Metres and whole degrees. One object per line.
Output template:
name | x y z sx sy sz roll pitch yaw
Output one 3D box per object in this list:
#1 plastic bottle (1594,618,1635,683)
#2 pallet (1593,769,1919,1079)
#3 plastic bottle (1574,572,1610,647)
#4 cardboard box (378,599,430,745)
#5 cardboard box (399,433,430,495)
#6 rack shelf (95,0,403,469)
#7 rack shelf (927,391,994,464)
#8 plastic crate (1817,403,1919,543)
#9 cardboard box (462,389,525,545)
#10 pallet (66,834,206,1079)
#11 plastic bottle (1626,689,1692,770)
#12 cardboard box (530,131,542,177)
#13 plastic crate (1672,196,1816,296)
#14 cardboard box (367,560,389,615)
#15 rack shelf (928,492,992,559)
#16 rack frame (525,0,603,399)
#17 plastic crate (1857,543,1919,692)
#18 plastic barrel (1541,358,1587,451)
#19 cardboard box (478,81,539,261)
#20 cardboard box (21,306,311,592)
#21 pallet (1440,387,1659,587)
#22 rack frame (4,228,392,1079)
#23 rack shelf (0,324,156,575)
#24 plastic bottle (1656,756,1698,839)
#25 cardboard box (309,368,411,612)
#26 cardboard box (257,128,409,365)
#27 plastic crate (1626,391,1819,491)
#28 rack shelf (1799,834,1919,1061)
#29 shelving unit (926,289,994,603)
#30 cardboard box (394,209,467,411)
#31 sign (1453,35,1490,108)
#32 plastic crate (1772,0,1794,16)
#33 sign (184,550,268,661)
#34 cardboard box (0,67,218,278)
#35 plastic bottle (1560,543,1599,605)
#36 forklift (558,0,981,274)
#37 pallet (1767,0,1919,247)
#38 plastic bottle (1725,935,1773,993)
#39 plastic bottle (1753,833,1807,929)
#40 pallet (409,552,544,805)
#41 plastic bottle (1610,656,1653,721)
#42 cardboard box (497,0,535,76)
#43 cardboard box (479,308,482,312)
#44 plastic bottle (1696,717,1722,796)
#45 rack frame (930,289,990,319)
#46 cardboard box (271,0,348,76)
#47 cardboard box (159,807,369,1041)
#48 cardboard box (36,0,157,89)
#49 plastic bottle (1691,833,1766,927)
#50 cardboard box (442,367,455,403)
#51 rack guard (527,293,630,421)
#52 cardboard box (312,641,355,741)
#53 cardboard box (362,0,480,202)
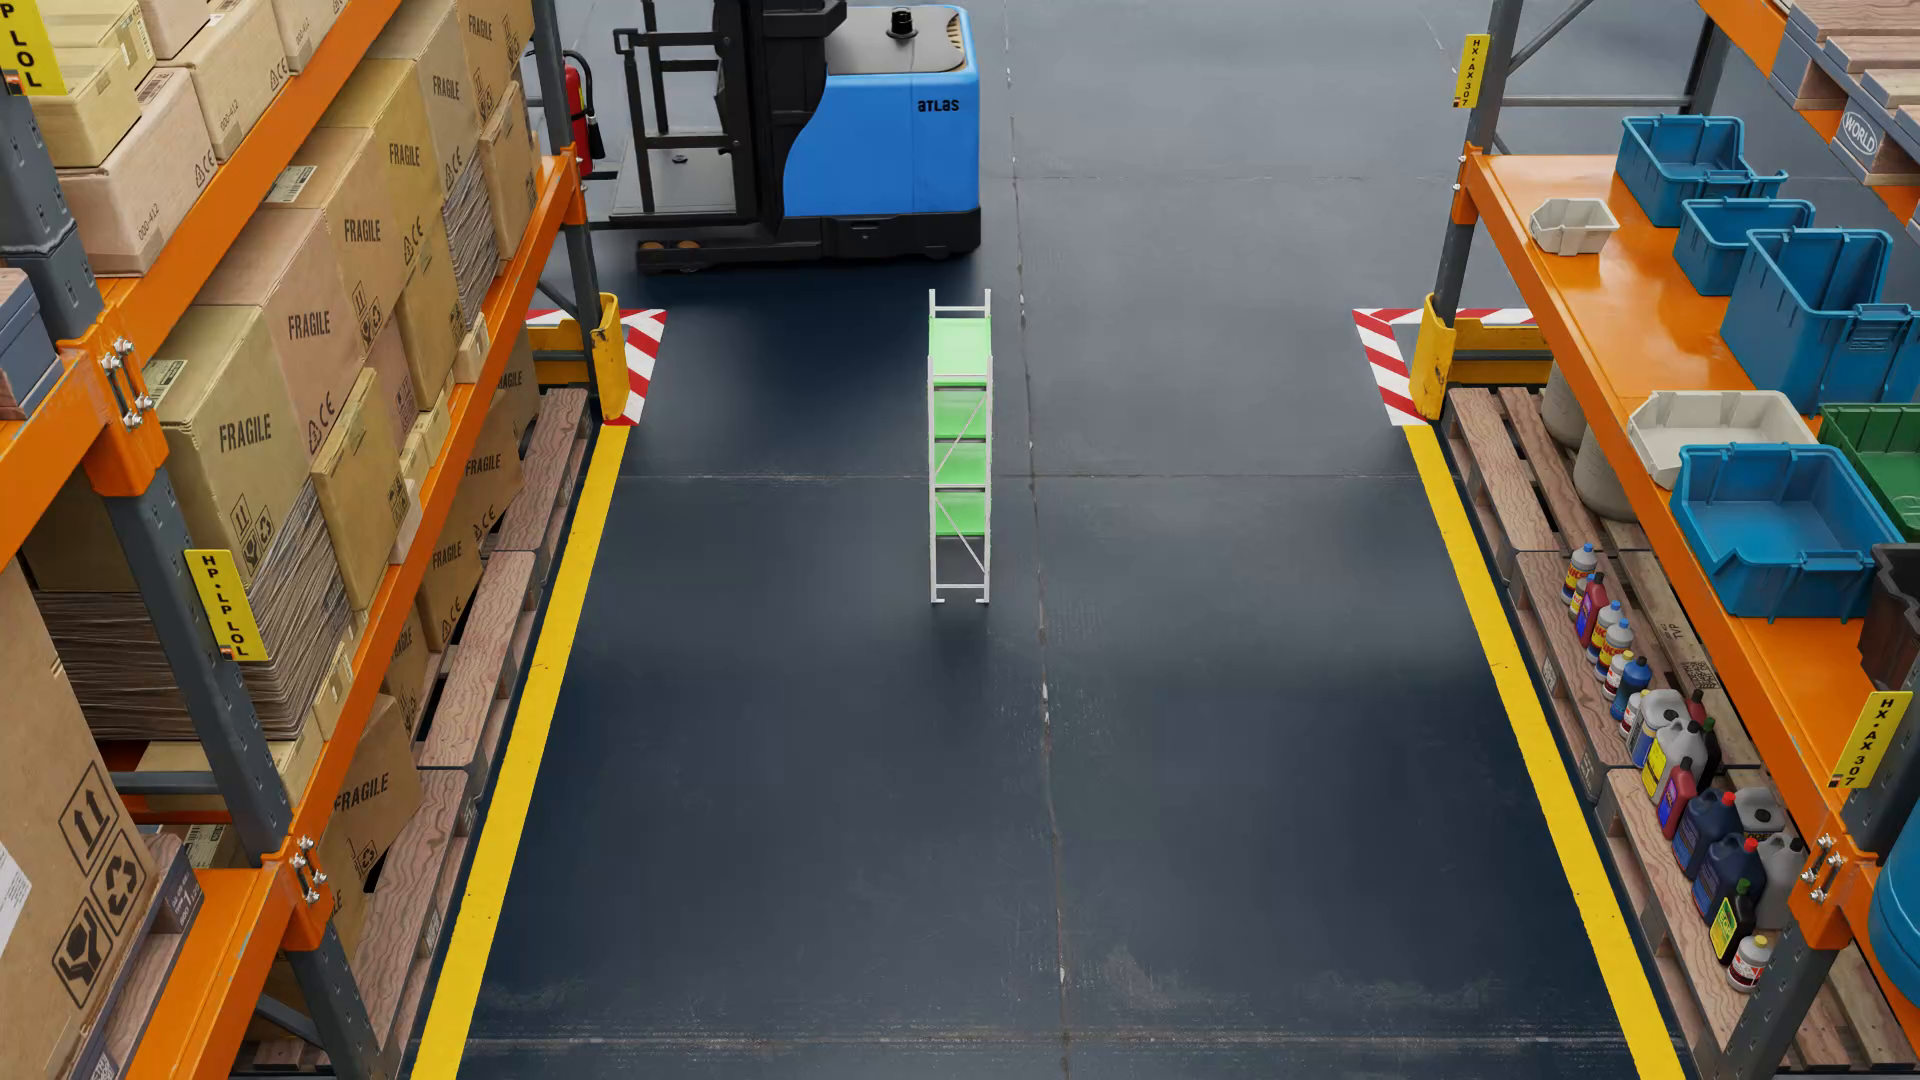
plastic bottle | 2.436 0.403 6.178 0.097 0.271 0.097 0 39 0
pallet | 2.791 1.269 5.498 1.003 0.211 1.213 0 39 0
plastic bottle | 2.418 0.263 6.343 0.061 0.283 0.133 1 39 1
cardboard box | -2.251 0.419 5.991 0.500 0.500 0.500 -3 39 -4
cardboard box | -1.928 -0.214 5.319 0.380 0.149 0.250 0 39 0
rack shelf | -2.205 -1.536 4.945 1.077 0.370 4.000 0 39 0
rack shelf | 0.000 -0.502 6.635 0.258 0.148 0.480 0 39 0
plastic crate | 3.031 -0.166 5.228 0.450 0.188 0.662 0 39 0
cardboard box | -2.189 -0.321 6.915 0.500 0.500 0.500 10 40 12
pallet | -2.348 1.157 3.561 1.003 0.211 1.213 0 39 0
plastic bottle | 2.464 0.666 5.847 0.152 0.276 0.135 1 39 1
cardboard box | -2.001 -1.621 7.075 0.380 0.149 0.250 0 39 0
plastic crate | 3.040 -1.124 6.373 0.499 0.251 0.408 0 39 0
cardboard box | -1.927 0.099 4.929 0.380 0.149 0.250 0 39 0
rack shelf | 0.000 -0.128 6.936 0.258 0.148 0.480 0 39 0
rack frame | -2.208 -1.897 7.219 1.000 3.000 0.127 0 39 0
plastic crate | 2.877 0.297 4.530 0.767 0.338 0.504 0 39 0
plastic barrel | 2.823 -0.682 7.356 0.421 0.512 0.421 0 39 0
cardboard box | -2.114 -1.396 6.275 0.875 0.500 0.500 0 39 0
cardboard box | -1.949 -0.223 4.012 0.500 0.500 0.500 0 39 0
pallet | 2.788 -0.257 7.402 1.003 0.211 1.213 0 39 0
rack frame | -2.203 0.604 4.097 1.000 3.000 0.127 0 39 0
rack shelf | -2.201 0.965 1.824 1.077 0.370 4.000 0 39 0
plastic bottle | 2.419 0.865 5.593 0.061 0.283 0.133 2 39 3
cardboard box | -2.107 -0.145 4.714 0.875 0.500 0.500 0 39 0
cardboard box | -1.951 -0.848 4.792 0.500 0.500 0.500 0 39 0
plastic crate | 2.495 -0.312 5.451 0.530 0.136 0.437 0 39 0
rack shelf | 2.752 2.132 2.766 1.077 0.370 4.000 0 39 0
shelving unit | 0.000 -0.365 6.746 0.258 1.200 0.503 0 39 0
cardboard box | -2.168 -0.770 5.495 0.875 0.500 0.500 0 39 0
sign | 2.195 -2.011 7.140 0.100 0.325 0.005 0 39 0
plastic crate | 2.344 -1.470 4.498 0.243 0.136 0.396 0 39 0
sign | -1.648 0.150 3.739 0.100 0.325 0.005 0 39 0
cardboard box | -1.947 -0.789 3.558 0.500 0.250 0.500 -1 39 -2
plastic bottle | 2.436 0.126 6.524 0.097 0.271 0.097 0 39 0
forklift | -1.423 -2.937 8.571 3.031 2.935 1.130 -2 39 -3
pallet | 2.652 -0.947 3.786 1.213 0.211 1.003 0 39 0
plastic bottle | 2.438 1.294 5.122 0.097 0.201 0.097 0 39 0
plastic bottle | 2.605 1.060 5.295 0.144 0.351 0.185 0 39 0
pallet | -2.243 0.508 6.448 1.003 0.211 1.213 0 39 0
plastic bottle | 2.437 0.530 6.020 0.097 0.271 0.097 0 39 0
cardboard box | -1.960 -2.099 6.353 0.500 0.500 0.500 0 39 0
cardboard box | -1.983 -0.839 6.100 0.380 0.149 0.250 0 39 0
plastic bottle | 2.563 0.748 5.738 0.061 0.283 0.133 0 39 0
rack frame | 0.000 -0.517 6.936 0.240 1.200 0.015 0 39 0
cardboard box | -1.943 -1.431 4.358 0.500 0.250 0.500 -1 39 -2
cardboard box | -2.163 1.166 5.060 0.500 0.500 0.500 -1 39 -1
cardboard box | -1.964 -1.033 3.543 0.380 0.149 0.250 -2 39 -2
plastic bottle | 2.461 1.060 5.295 0.144 0.351 0.185 -1 39 -1
cardboard box | -1.963 -0.527 5.710 0.380 0.149 0.250 0 39 0
rack guard | -2.207 -0.874 7.941 1.175 0.500 0.348 0 39 0
cardboard box | -1.890 0.411 4.539 0.380 0.149 0.250 0 39 0
cardboard box | -1.955 -1.473 5.572 0.500 0.500 0.500 0 39 0
